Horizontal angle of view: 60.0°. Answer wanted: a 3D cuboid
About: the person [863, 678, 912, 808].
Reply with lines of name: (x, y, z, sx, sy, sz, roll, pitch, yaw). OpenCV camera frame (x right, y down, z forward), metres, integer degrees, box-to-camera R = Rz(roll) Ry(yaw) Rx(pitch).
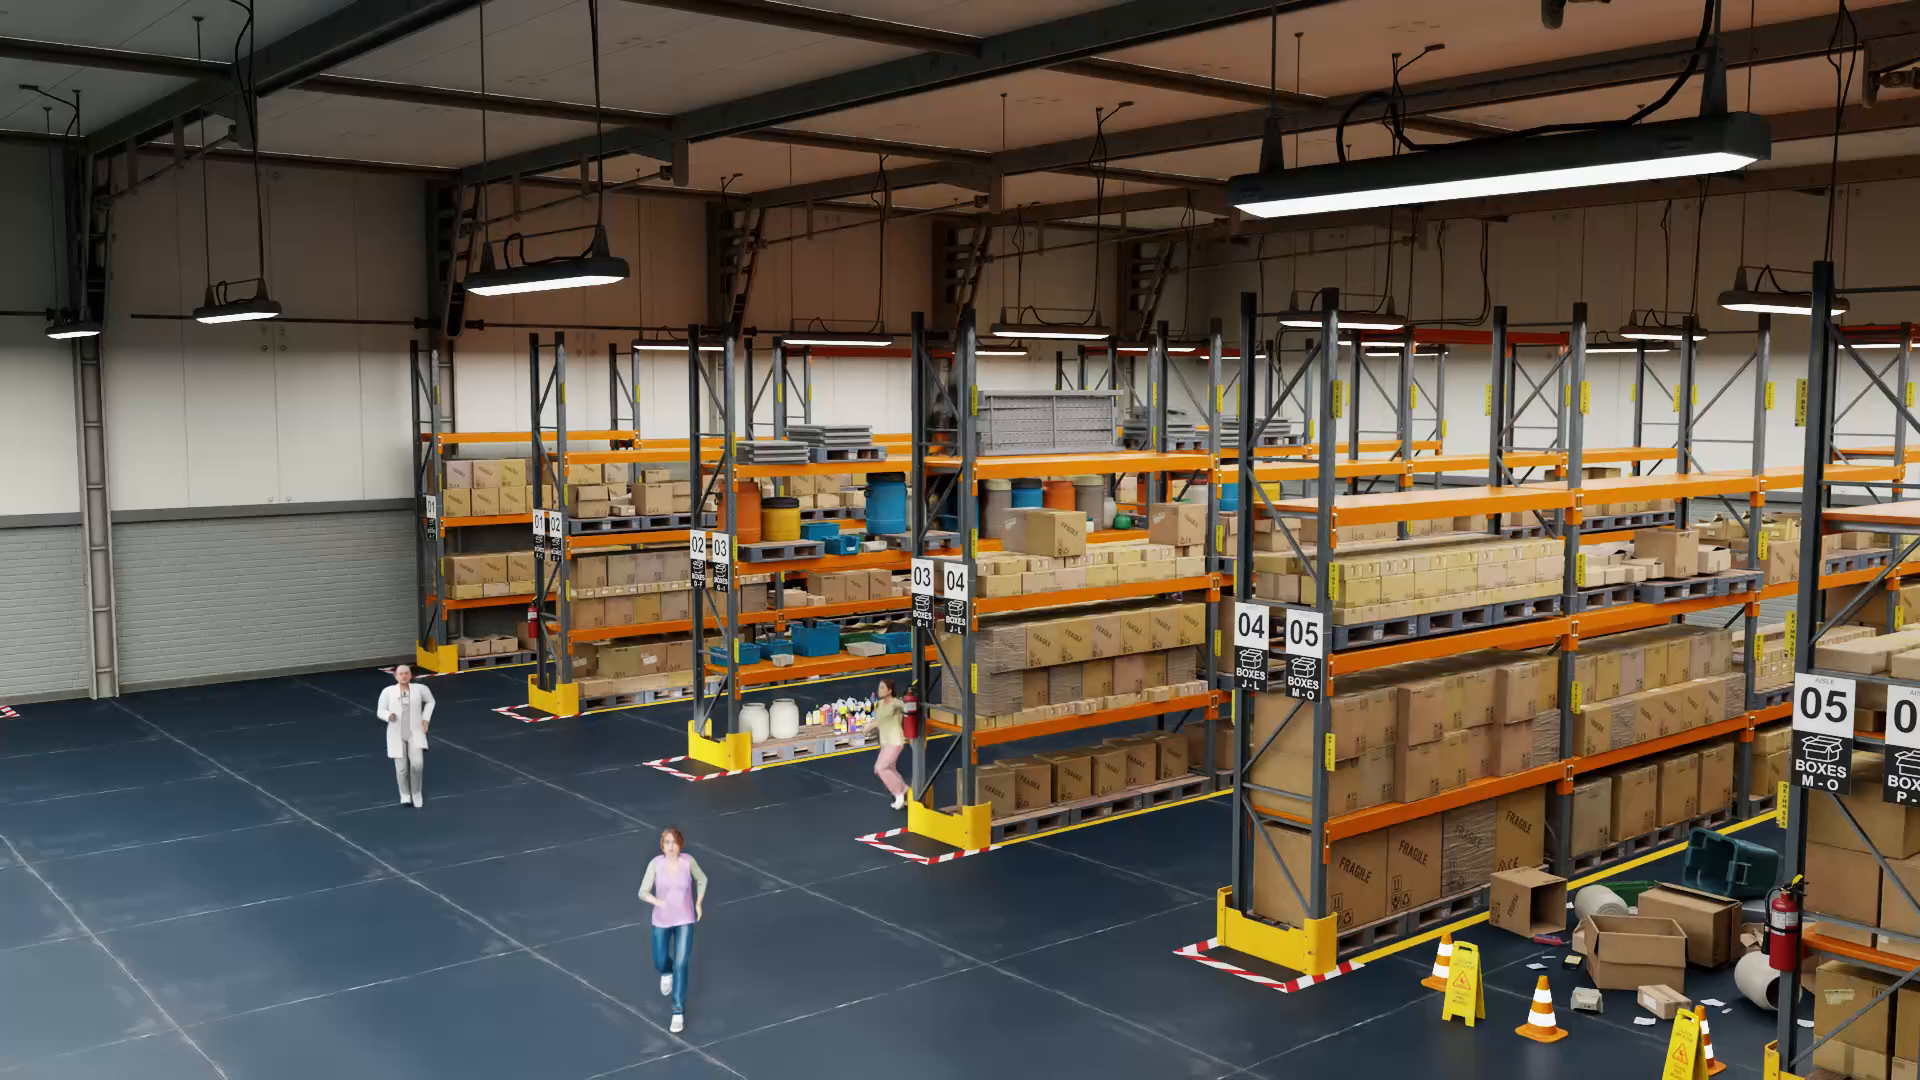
person: (-0.843, 2.482, 20.216, 0.663, 1.618, 0.587, -4, 7, -36)

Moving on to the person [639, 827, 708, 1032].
person: (-2.337, 3.120, 13.582, 0.551, 1.573, 0.825, -1, 5, -7)

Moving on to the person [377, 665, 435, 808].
person: (-6.760, 2.412, 20.331, 0.674, 1.777, 0.754, -2, 6, -18)
